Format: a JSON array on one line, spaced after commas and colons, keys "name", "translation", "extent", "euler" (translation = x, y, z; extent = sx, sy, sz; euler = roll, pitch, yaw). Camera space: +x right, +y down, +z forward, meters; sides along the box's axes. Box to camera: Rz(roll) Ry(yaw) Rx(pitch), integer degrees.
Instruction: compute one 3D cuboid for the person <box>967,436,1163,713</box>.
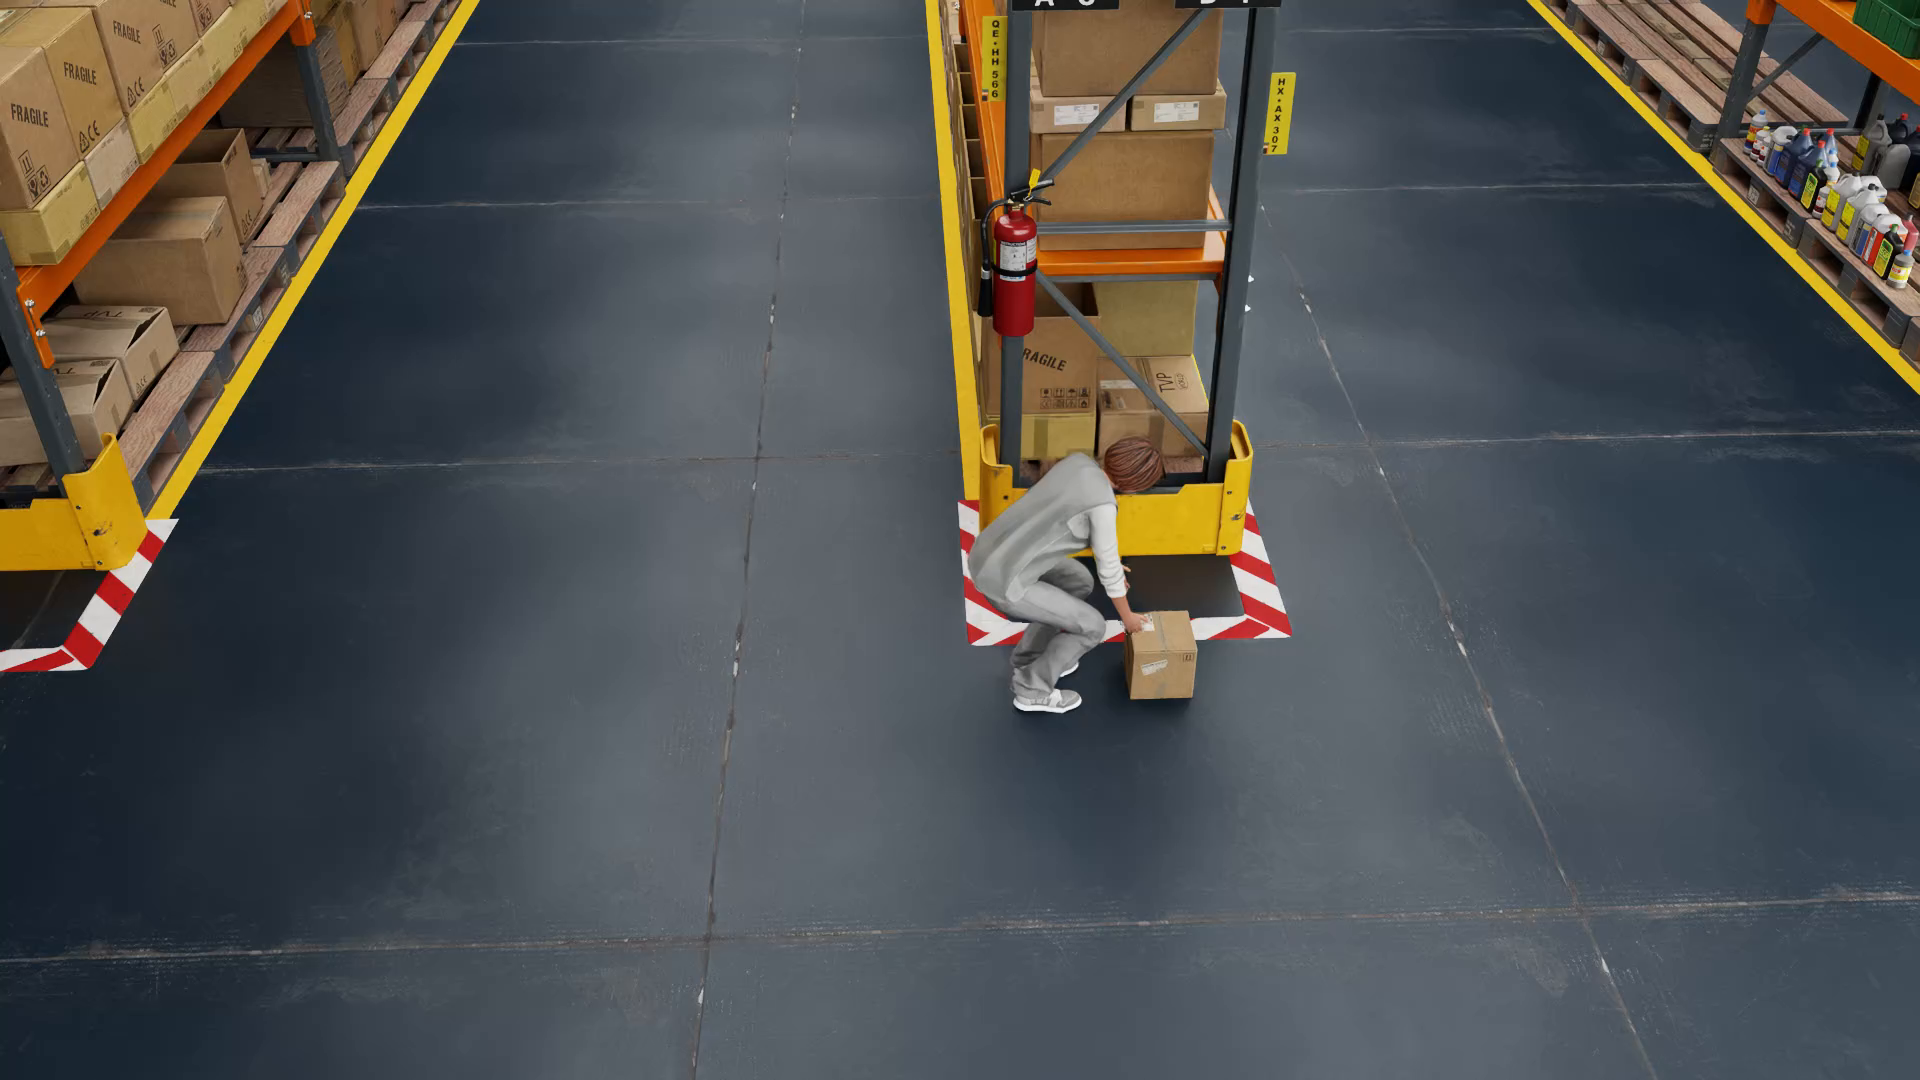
[{"name": "person", "translation": [0.389, 0.122, 6.402], "extent": [0.736, 1.115, 0.463], "euler": [-4, 36, -5]}]
